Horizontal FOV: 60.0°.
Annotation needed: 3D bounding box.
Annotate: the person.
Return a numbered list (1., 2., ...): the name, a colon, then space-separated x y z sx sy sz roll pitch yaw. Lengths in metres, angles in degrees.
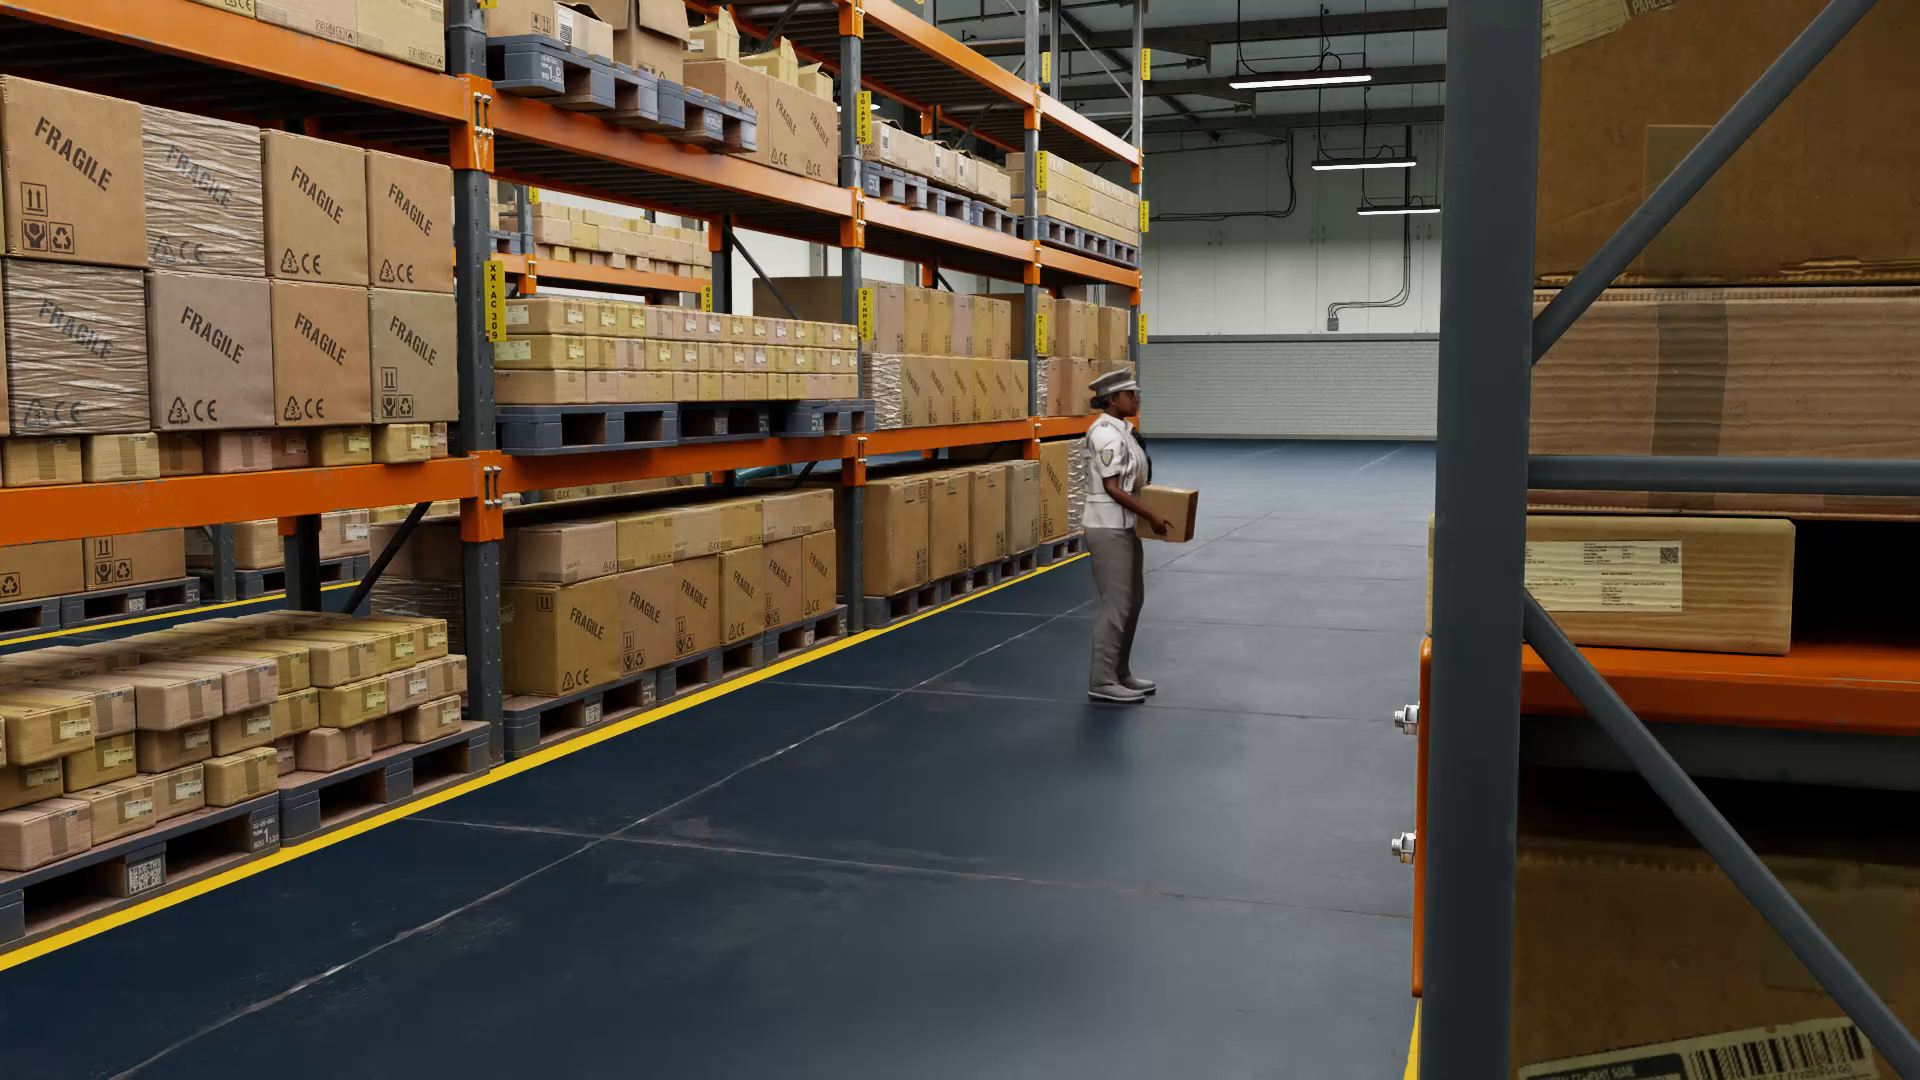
1. person: 0.874 -0.039 8.495 0.497 1.692 0.470 2 6 18
